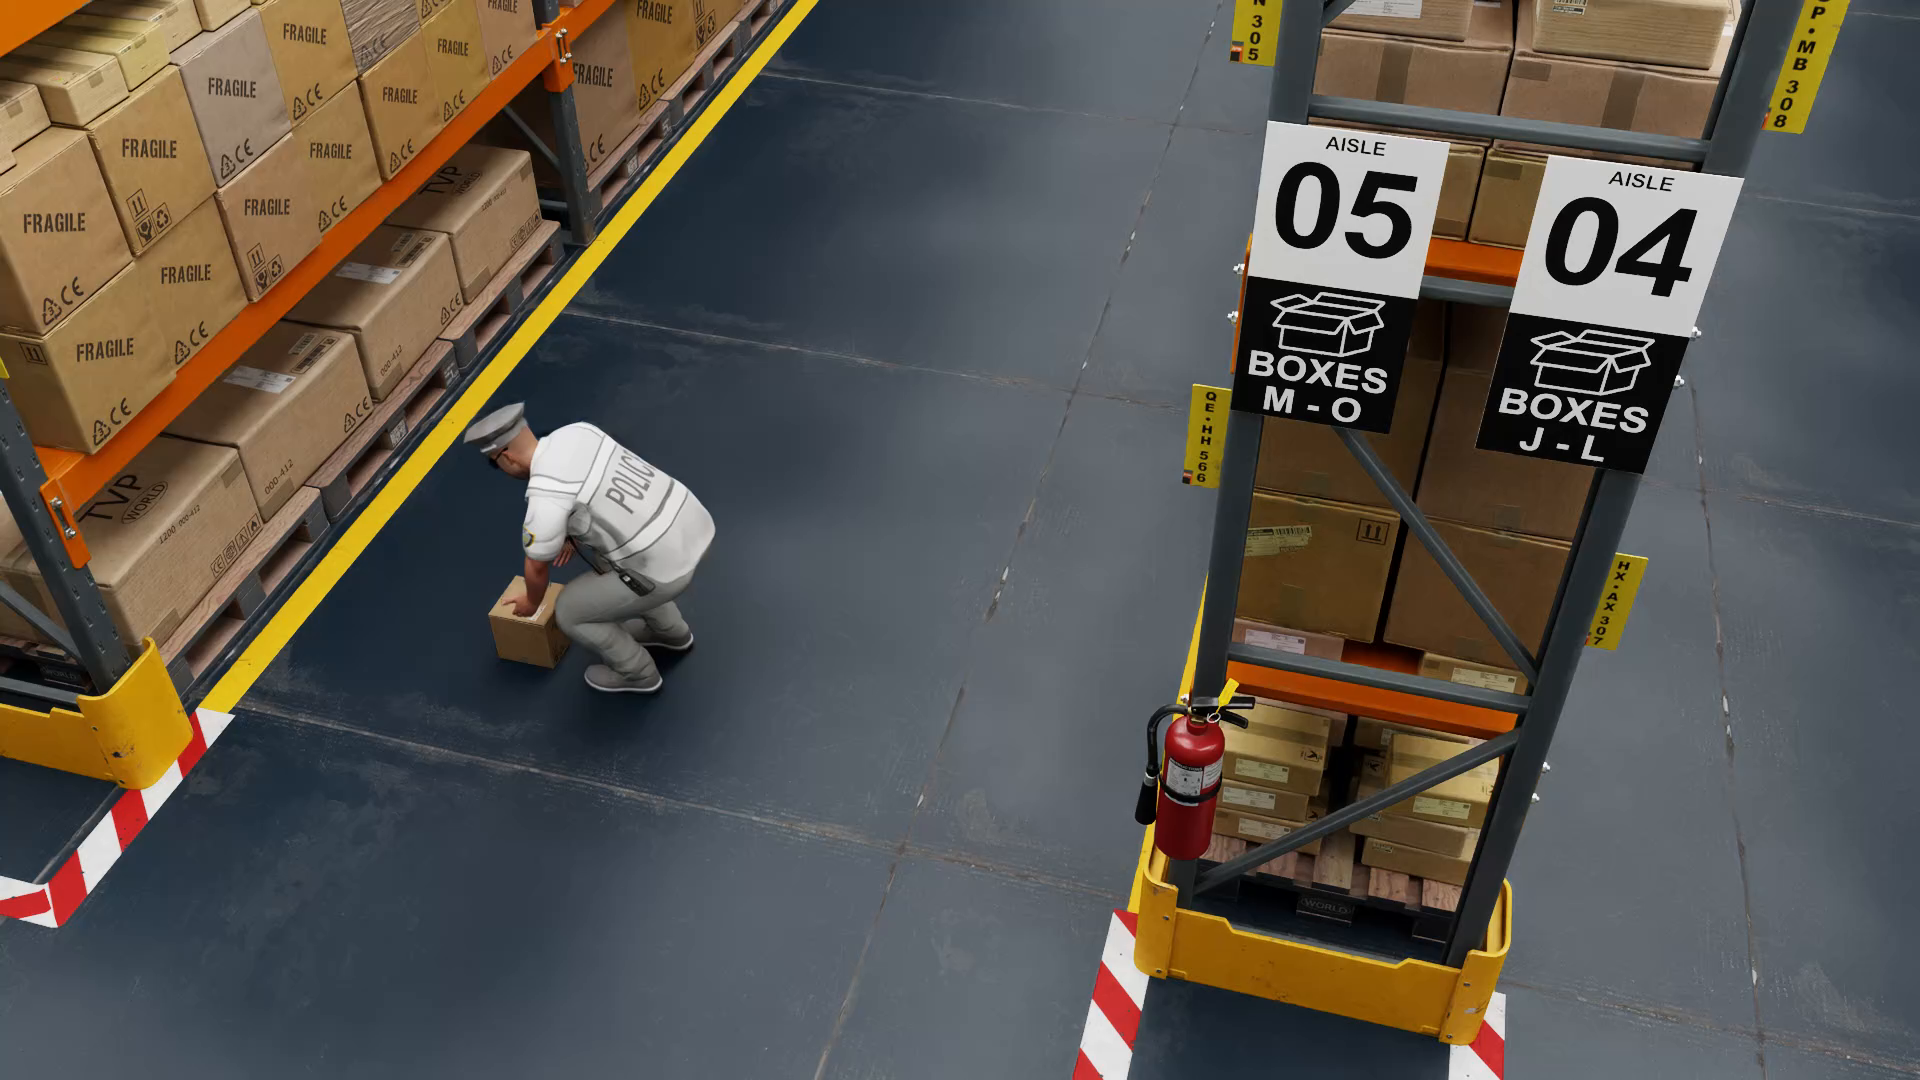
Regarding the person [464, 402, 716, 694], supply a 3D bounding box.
[{"bbox_3d":[-1.408,0.044,6.481,0.879,1.262,0.583,10,42,11],"label":"person"}]
